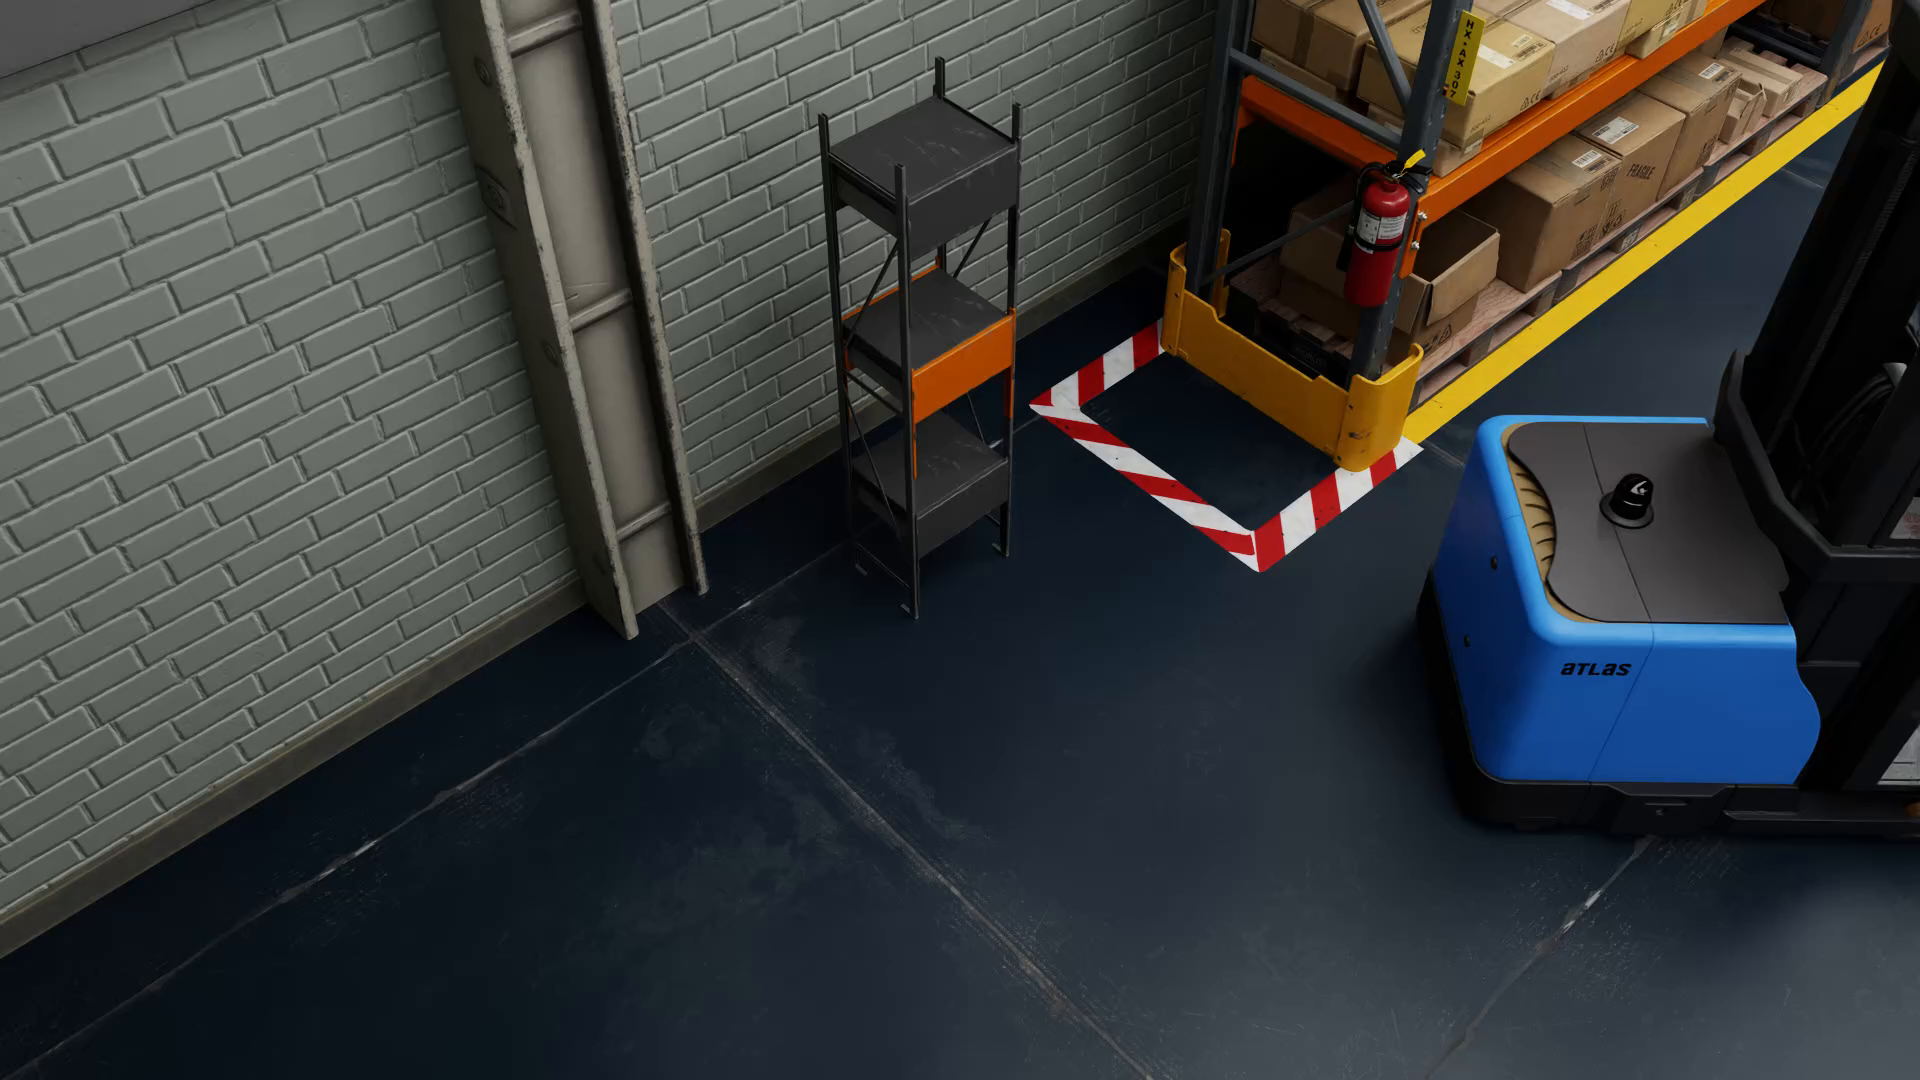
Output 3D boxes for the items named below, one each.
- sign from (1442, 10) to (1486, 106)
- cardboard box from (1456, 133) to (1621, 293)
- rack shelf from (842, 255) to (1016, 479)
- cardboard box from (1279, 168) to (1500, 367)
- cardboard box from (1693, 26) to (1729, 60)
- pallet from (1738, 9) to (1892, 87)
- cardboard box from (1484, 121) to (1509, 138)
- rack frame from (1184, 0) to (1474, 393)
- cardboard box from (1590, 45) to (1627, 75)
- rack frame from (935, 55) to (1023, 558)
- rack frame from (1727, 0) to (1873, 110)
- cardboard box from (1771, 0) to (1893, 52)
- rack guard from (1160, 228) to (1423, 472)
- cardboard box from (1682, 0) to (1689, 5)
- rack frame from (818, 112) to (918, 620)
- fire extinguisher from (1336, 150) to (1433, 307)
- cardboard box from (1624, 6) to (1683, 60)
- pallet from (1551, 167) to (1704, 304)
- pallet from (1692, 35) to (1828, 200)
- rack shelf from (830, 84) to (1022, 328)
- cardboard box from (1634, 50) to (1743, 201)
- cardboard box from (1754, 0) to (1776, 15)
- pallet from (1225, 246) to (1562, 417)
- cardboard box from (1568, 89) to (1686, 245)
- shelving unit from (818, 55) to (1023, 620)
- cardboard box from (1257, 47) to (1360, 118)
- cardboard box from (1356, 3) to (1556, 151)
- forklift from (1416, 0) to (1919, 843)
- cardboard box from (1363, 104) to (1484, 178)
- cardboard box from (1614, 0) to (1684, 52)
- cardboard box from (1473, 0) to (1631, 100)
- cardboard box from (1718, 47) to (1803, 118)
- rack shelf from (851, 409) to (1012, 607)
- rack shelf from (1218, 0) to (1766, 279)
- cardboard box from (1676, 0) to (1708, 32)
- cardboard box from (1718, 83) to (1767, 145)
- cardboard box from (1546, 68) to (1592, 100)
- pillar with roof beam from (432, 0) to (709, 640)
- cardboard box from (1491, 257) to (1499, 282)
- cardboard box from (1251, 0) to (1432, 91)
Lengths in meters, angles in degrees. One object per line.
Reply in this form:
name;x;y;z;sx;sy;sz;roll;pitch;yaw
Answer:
sign;1.721;-1.649;5.695;0.005;0.325;0.100;-34;56;-27
cardboard box;2.531;-1.598;7.651;0.500;0.500;0.700;-32;55;-26
rack shelf;-0.122;-0.621;5.966;0.480;0.518;0.431;-34;56;-27
cardboard box;1.873;-1.197;7.280;0.637;0.503;0.797;-36;57;-28
cardboard box;3.668;-2.661;8.761;0.500;0.311;0.500;-32;55;-26
pallet;4.892;-3.105;9.525;1.213;0.211;1.003;-34;56;-27
cardboard box;1.941;-1.730;6.529;0.250;0.149;0.380;-32;55;-26
rack frame;1.356;-1.651;6.285;0.127;3.000;1.000;-34;56;-27
cardboard box;2.533;-2.104;6.875;0.250;0.149;0.380;-33;55;-27
rack frame;0.058;-0.751;6.067;0.015;2.100;0.400;-34;56;-27
rack frame;4.316;-3.628;8.110;0.127;3.000;1.000;-34;56;-27
cardboard box;4.825;-3.040;8.982;0.500;0.500;0.500;-31;55;-26
rack guard;1.412;-0.840;7.239;0.348;0.500;1.175;-34;56;-27
cardboard box;2.983;-2.545;7.010;0.500;0.250;0.500;-35;56;-28
rack frame;-0.303;-0.510;5.845;0.015;2.100;0.400;-34;56;-27
fire extinguisher;1.558;-1.174;6.152;0.183;0.674;0.296;-34;56;-27
cardboard box;2.771;-2.189;6.953;0.250;0.149;0.380;-35;56;-28
pallet;2.904;-1.737;8.263;1.213;0.211;1.003;-34;56;-27
pallet;3.807;-2.344;8.822;1.213;0.211;1.003;-34;56;-27
rack shelf;-0.122;-1.096;5.452;0.480;0.518;0.431;-34;56;-27
cardboard box;3.299;-2.111;8.125;0.500;0.500;0.700;-36;57;-28
cardboard box;4.480;-3.327;9.247;0.500;0.500;0.500;-34;56;-27
pallet;2.002;-1.137;7.709;1.213;0.211;1.003;-34;56;-27
cardboard box;2.990;-1.805;7.842;0.500;0.500;0.500;-33;55;-27
shelving unit;-0.122;-0.630;5.956;0.503;2.100;0.431;-34;56;-27
cardboard box;1.421;-1.875;6.663;0.250;0.149;0.380;-34;56;-28
cardboard box;1.873;-1.778;6.303;0.500;0.250;0.500;-33;56;-27
forklift;3.276;-0.327;5.111;3.031;2.935;1.130;1;47;1
cardboard box;1.784;-1.579;6.390;0.250;0.149;0.380;-34;56;-27
cardboard box;2.619;-2.280;6.766;0.500;0.250;0.500;-35;56;-28
cardboard box;2.246;-2.028;6.533;0.500;0.250;0.500;-33;55;-27
cardboard box;4.101;-2.369;8.602;0.250;0.149;0.380;-35;56;-28
rack shelf;-0.122;-0.146;6.481;0.480;0.518;0.431;-34;56;-27
rack shelf;2.836;-2.395;7.462;4.000;0.370;1.077;-34;56;-27
cardboard box;2.952;-2.330;7.083;0.250;0.149;0.380;-33;55;-26
cardboard box;3.837;-2.232;8.396;0.258;0.266;0.396;-32;55;-26
cardboard box;2.340;-1.970;6.751;0.250;0.149;0.380;-32;55;-26
pillar with roof beam;1.651;-0.501;1.143;0.400;9.000;9.100;-34;56;-27
cardboard box;2.213;-1.266;7.584;0.250;0.149;0.380;-36;57;-28
cardboard box;1.518;-2.072;6.574;0.500;0.250;0.500;-32;55;-26
